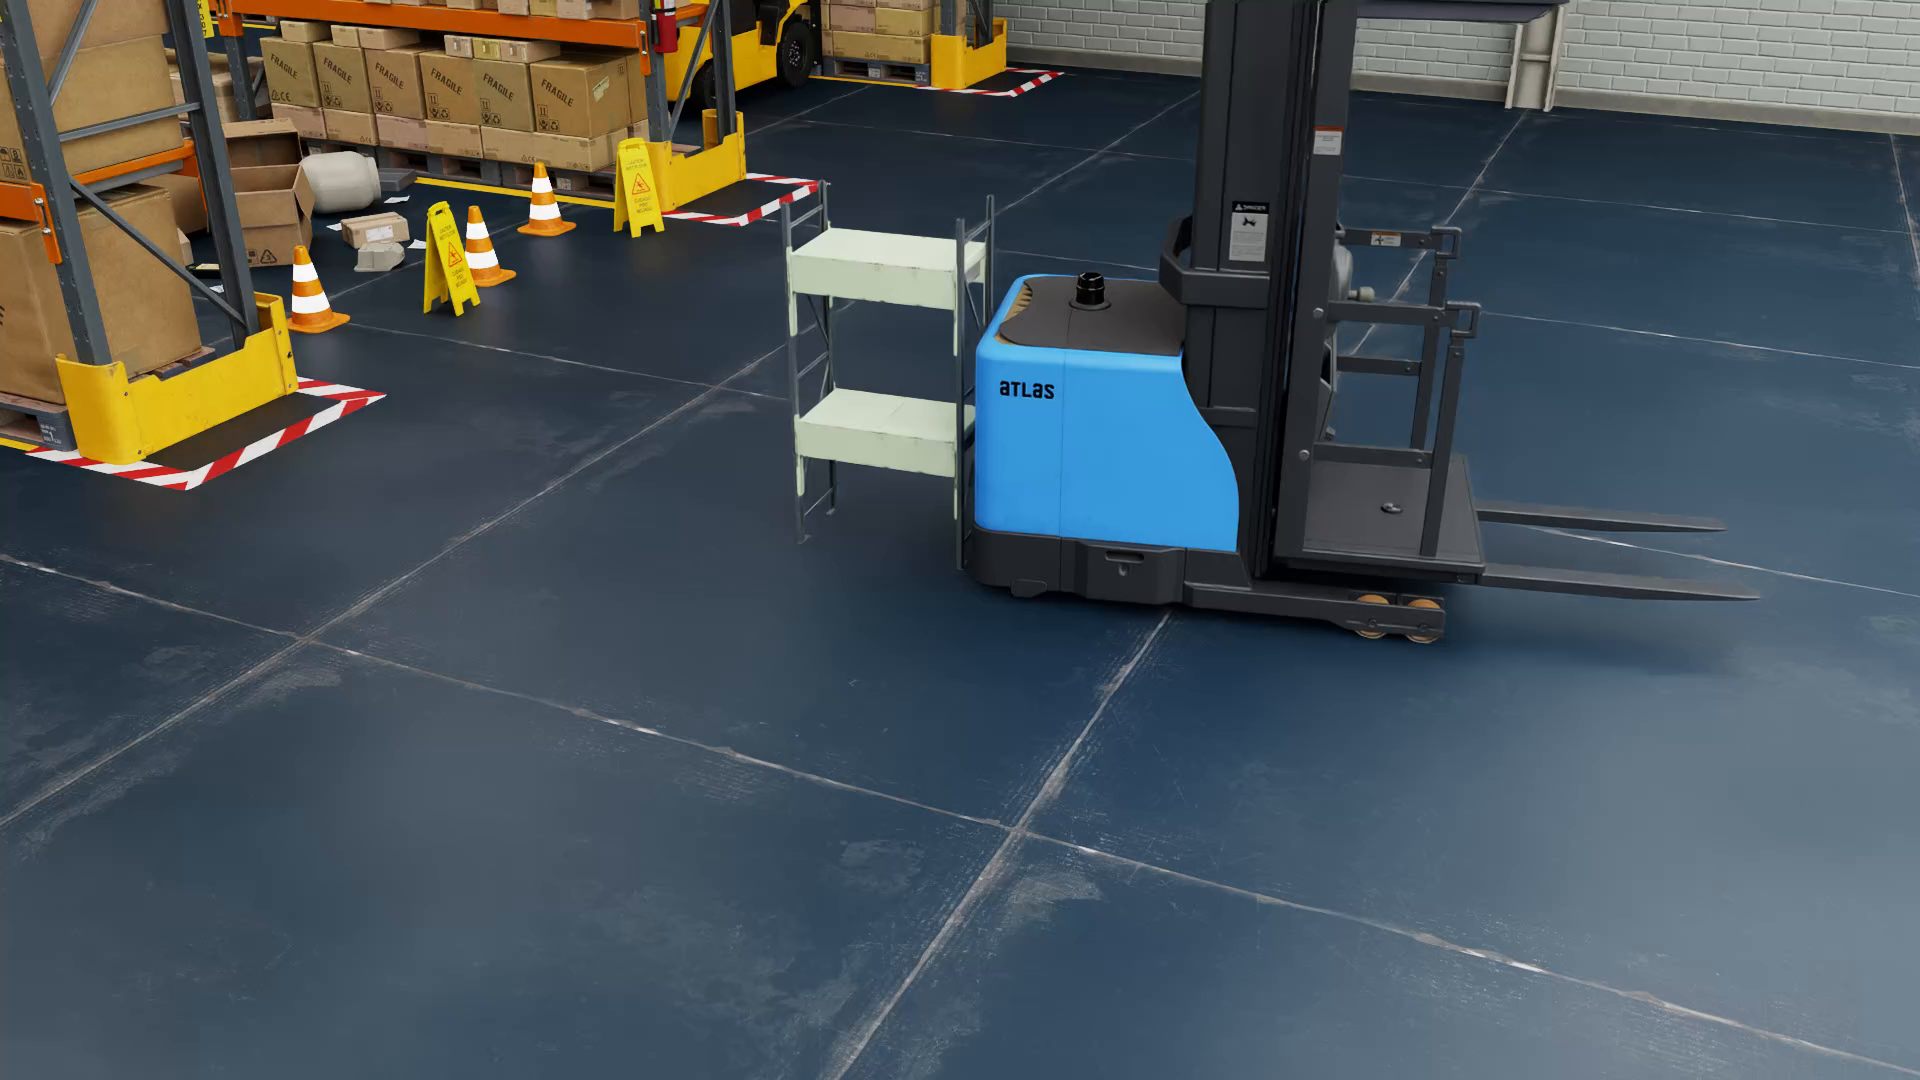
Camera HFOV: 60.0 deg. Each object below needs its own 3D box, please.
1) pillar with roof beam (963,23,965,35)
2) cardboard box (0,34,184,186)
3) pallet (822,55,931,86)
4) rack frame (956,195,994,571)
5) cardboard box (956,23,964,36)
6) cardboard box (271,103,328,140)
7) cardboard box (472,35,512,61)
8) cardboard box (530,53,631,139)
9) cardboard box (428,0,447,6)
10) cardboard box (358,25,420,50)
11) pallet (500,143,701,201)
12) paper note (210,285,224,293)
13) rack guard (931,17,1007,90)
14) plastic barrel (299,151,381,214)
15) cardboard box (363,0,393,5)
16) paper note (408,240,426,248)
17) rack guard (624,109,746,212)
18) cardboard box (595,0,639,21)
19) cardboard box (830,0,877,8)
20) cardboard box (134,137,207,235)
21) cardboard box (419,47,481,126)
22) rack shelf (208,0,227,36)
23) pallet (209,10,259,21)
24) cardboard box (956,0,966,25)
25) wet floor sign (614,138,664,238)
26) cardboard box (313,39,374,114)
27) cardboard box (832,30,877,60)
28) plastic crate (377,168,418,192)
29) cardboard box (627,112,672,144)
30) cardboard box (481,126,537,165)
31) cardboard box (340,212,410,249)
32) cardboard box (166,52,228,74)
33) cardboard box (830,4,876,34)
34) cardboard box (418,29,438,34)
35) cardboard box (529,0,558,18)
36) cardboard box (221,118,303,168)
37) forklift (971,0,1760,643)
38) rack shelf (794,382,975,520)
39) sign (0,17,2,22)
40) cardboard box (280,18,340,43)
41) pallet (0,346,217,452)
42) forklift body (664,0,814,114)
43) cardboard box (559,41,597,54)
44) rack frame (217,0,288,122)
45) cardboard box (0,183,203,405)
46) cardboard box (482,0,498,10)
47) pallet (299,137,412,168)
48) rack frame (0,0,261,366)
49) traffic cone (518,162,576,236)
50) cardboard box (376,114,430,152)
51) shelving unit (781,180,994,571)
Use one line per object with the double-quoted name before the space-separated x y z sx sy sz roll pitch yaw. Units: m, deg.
"pillar with roof beam" -1.970 -7.421 12.135 0.400 9.000 9.100 11 28 22
"cardboard box" -4.292 -2.082 7.914 0.550 0.550 0.875 11 28 22
"pallet" -0.640 -4.843 16.847 1.213 0.211 1.003 11 28 22
"rack frame" 0.062 -0.628 6.827 0.023 1.500 0.400 9 28 17
"cardboard box" -0.293 -5.094 16.838 0.500 0.250 0.500 11 28 22
"cardboard box" -5.194 -3.444 13.487 0.500 0.250 0.500 10 28 19
"cardboard box" -3.405 -3.685 12.394 0.250 0.149 0.380 12 29 23
"cardboard box" -2.815 -3.307 12.360 0.500 0.500 0.500 12 28 22
"cardboard box" -3.791 -4.131 12.529 0.250 0.149 0.380 11 28 22
"cardboard box" -4.390 -3.883 12.795 0.250 0.149 0.380 13 29 25
"pallet" -2.772 -2.900 12.901 1.213 0.211 1.003 11 28 22
"paper note" -4.622 -1.594 10.456 0.142 0.017 0.144 23 35 39
"rack guard" 0.095 -4.845 16.524 0.348 0.500 1.175 11 28 22
"plastic barrel" -4.485 -2.587 12.026 0.512 0.421 0.421 -12 29 -23
"cardboard box" -4.305 -4.169 12.605 0.250 0.149 0.380 12 28 22
"paper note" -3.663 -2.015 11.307 0.142 0.019 0.148 2 26 4
"rack guard" -2.047 -2.867 12.506 0.348 0.500 1.175 11 28 22
"cardboard box" -2.407 -3.844 11.946 0.250 0.149 0.380 12 29 24
"cardboard box" -0.942 -5.424 16.376 0.500 0.250 0.500 12 29 23
"cardboard box" -5.480 -2.386 11.373 0.503 0.637 0.797 11 28 22
"cardboard box" -3.748 -3.496 12.744 0.500 0.500 0.500 11 28 21
"rack shelf" -7.440 -4.748 14.313 4.000 0.370 1.077 11 28 22
"pallet" -8.980 -6.558 20.331 1.213 0.211 1.003 11 28 22
"cardboard box" -0.269 -5.319 16.730 0.500 0.250 0.500 12 29 23
"wet floor sign" -2.248 -2.453 11.502 0.232 0.644 0.267 23 35 39
"cardboard box" -4.702 -3.687 13.132 0.500 0.500 0.500 13 29 24
"cardboard box" -0.934 -4.979 16.605 0.500 0.250 0.500 11 28 22
"plastic crate" -4.530 -2.779 12.804 0.583 0.080 0.402 2 26 4
"cardboard box" -2.598 -3.188 12.966 0.500 0.250 0.500 11 28 21
"cardboard box" -3.294 -3.066 12.720 0.500 0.250 0.500 11 28 22
"cardboard box" -4.007 -2.122 11.393 0.380 0.149 0.250 -18 31 -31
"cardboard box" -6.754 -3.940 14.356 0.625 0.372 0.950 13 29 25
"cardboard box" -0.951 -5.209 16.506 0.500 0.250 0.500 11 28 21
"cardboard box" -4.506 -3.904 13.573 0.500 0.500 0.500 12 29 23
"cardboard box" -2.908 -3.901 12.062 0.250 0.149 0.380 11 28 21
"cardboard box" -5.207 -2.842 12.454 0.500 0.500 0.500 -12 29 -23
"forklift" 1.615 -1.172 6.312 3.031 2.935 1.130 5 27 10
"rack shelf" -0.284 -0.388 7.079 0.720 0.370 0.431 9 28 17
"sign" -4.172 -2.375 7.100 0.005 0.325 0.100 11 28 22
"cardboard box" -5.105 -4.024 13.082 0.250 0.149 0.380 12 29 23
"pallet" -4.695 -0.829 8.695 1.213 0.211 1.003 11 28 22
"forklift body" -2.408 -5.203 15.383 1.214 2.155 2.313 11 28 22
"cardboard box" -3.098 -3.622 12.999 0.500 0.500 0.500 10 28 20
"rack frame" -5.619 -4.706 13.412 0.127 3.000 1.000 11 28 22
"cardboard box" -4.580 -1.298 8.420 0.875 0.875 0.875 12 28 22
"cardboard box" -3.330 -4.039 12.343 0.250 0.149 0.380 12 29 23
"pallet" -4.993 -3.346 13.807 1.213 0.211 1.003 11 28 22
"rack frame" -3.935 -1.965 7.846 0.127 3.000 1.000 11 28 22
"traffic cone" -2.904 -2.396 11.593 0.334 0.463 0.336 11 28 22
"cardboard box" -4.219 -3.255 13.103 0.500 0.250 0.500 11 28 21
"shelving unit" -0.284 -0.681 6.935 0.755 1.500 0.431 9 28 17
